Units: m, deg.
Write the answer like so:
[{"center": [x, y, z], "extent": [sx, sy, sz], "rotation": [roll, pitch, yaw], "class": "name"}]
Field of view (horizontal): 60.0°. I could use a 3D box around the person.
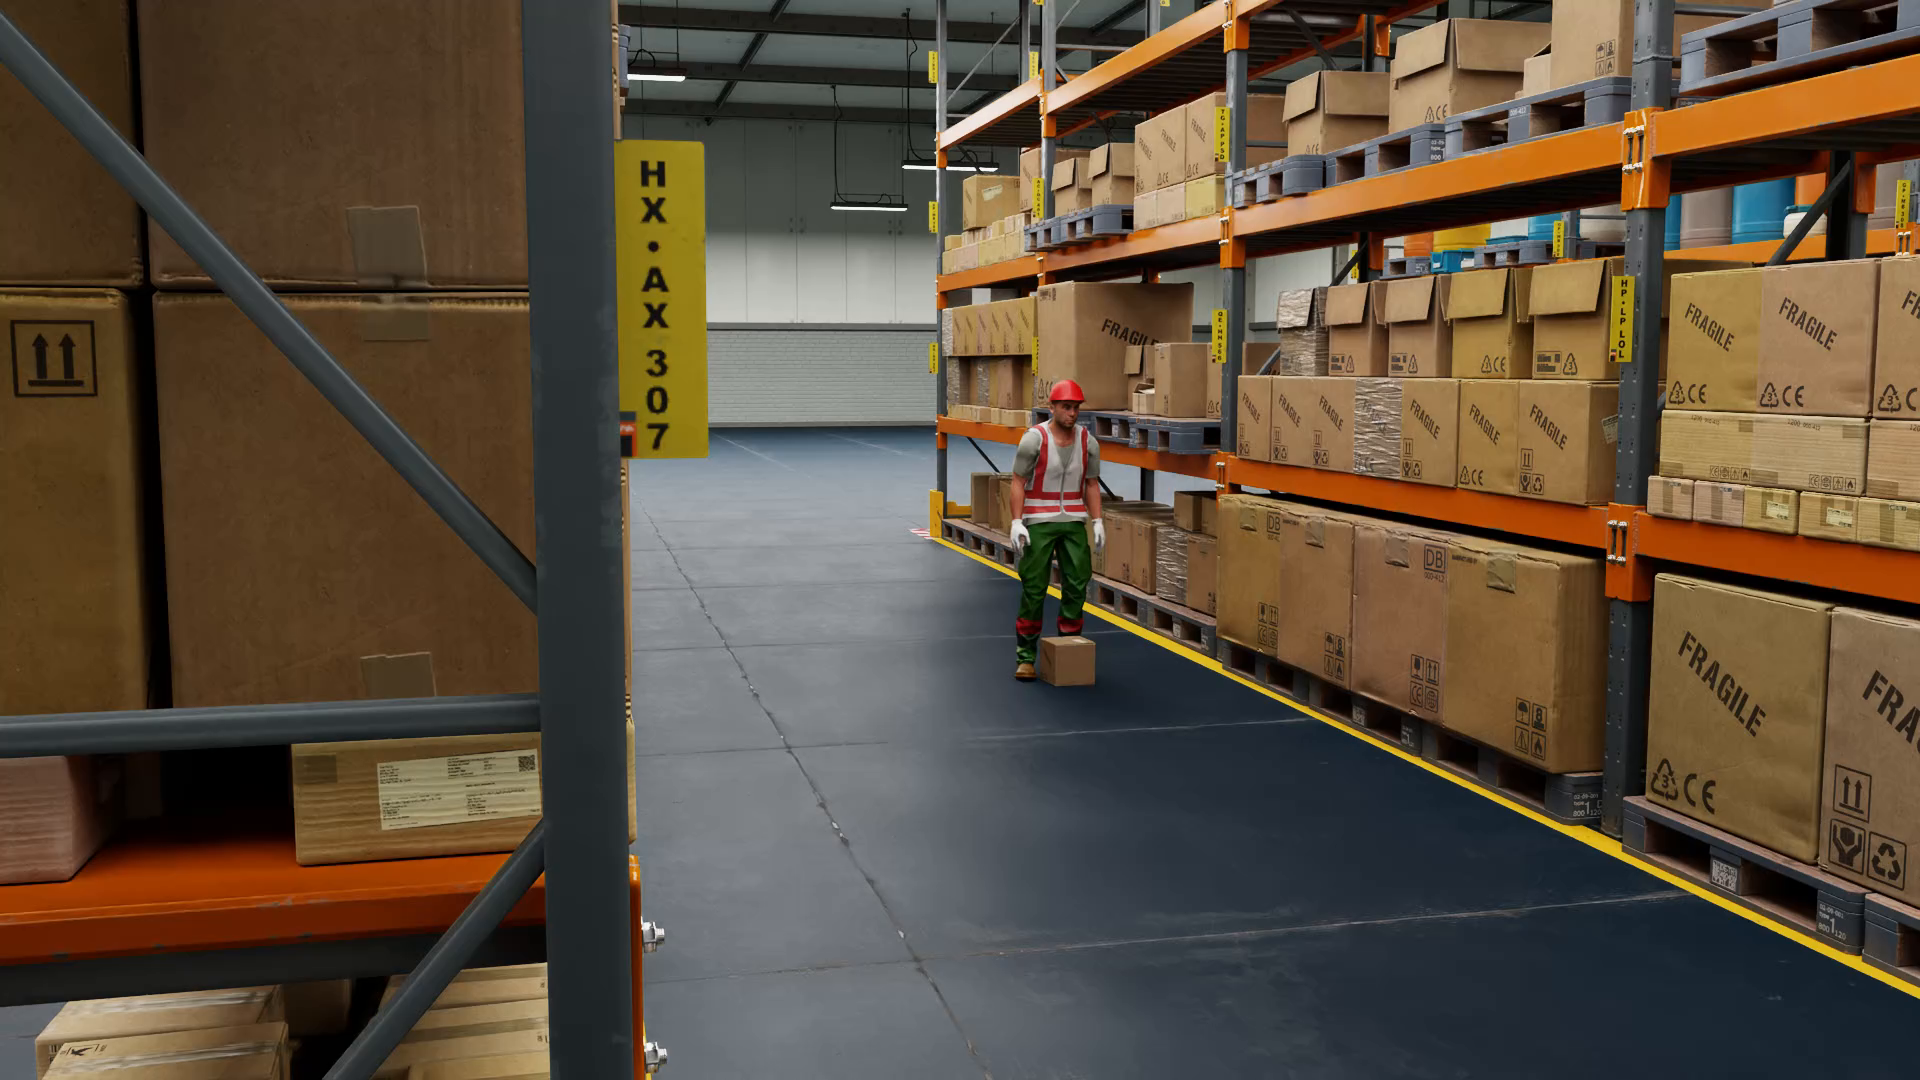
[{"center": [0.587, -0.067, 9.959], "extent": [0.619, 1.779, 0.450], "rotation": [-2, 6, -18], "class": "person"}]
